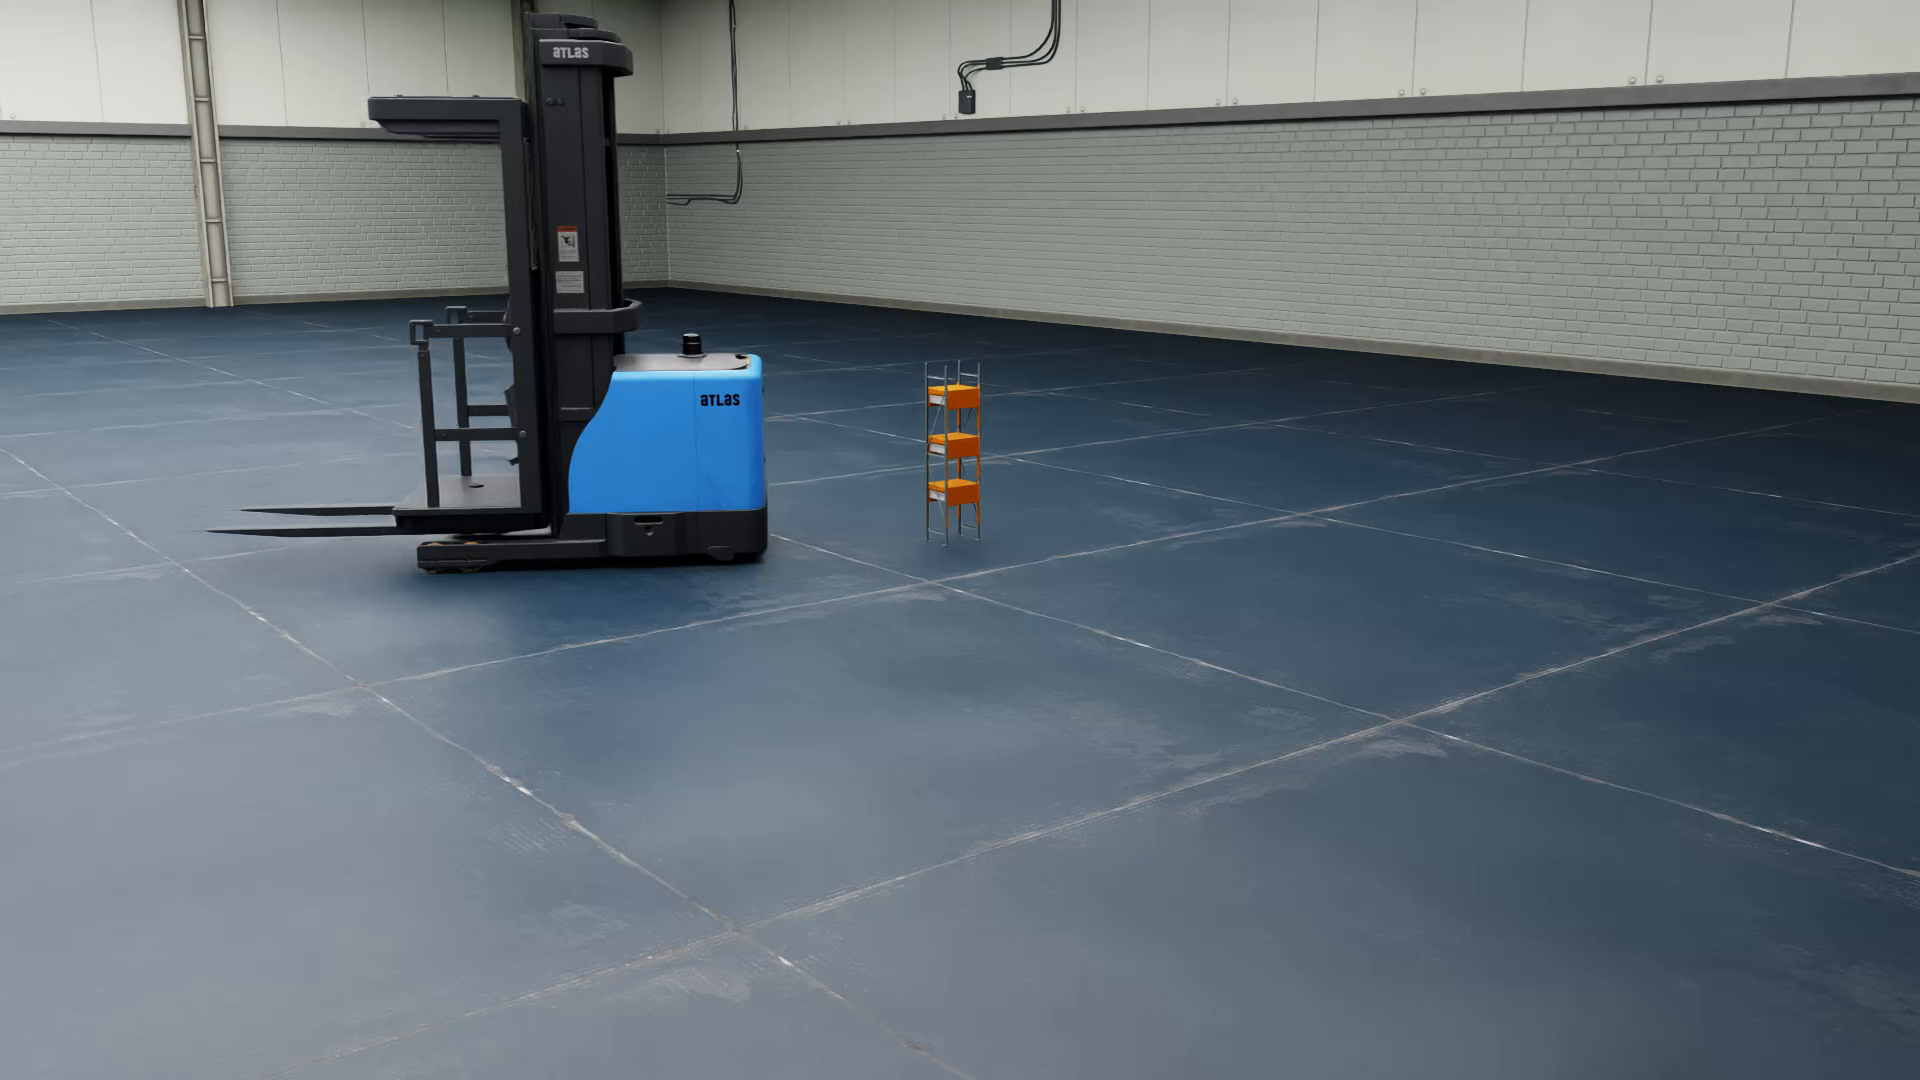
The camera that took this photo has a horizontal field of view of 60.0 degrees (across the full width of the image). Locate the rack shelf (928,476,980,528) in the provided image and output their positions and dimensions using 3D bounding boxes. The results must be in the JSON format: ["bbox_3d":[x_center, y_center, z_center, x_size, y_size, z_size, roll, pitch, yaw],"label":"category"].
[{"bbox_3d":[-0.042,-0.224,9.777,0.240,0.259,0.215,-9,15,-38],"label":"rack shelf"}]

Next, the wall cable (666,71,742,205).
[{"bbox_3d":[-5.197,-7.940,33.062,0.112,2.526,3.097,-9,15,-38],"label":"wall cable"}]

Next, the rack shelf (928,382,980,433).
[{"bbox_3d":[-0.042,-0.774,9.660,0.240,0.259,0.215,-9,15,-38],"label":"rack shelf"}]

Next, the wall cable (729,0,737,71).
[{"bbox_3d":[-3.507,-9.972,30.471,0.112,2.526,3.097,-9,15,-38],"label":"wall cable"}]

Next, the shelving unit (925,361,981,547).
[{"bbox_3d":[-0.042,-0.507,9.717,0.252,1.050,0.215,-9,15,-38],"label":"shelving unit"}]

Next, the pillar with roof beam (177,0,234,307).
[{"bbox_3d":[-10.320,-7.814,24.994,0.400,9.000,9.100,-9,15,-38],"label":"pillar with roof beam"}]

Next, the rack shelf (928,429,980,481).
[{"bbox_3d":[-0.042,-0.496,9.719,0.240,0.259,0.215,-9,15,-38],"label":"rack shelf"}]

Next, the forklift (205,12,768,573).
[{"bbox_3d":[-2.629,-1.369,9.250,3.031,2.935,1.130,-1,12,-6],"label":"forklift"}]

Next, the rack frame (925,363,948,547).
[{"bbox_3d":[-0.137,-0.491,9.643,0.008,1.050,0.200,-9,15,-38],"label":"rack frame"}]

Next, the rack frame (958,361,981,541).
[{"bbox_3d":[0.053,-0.522,9.792,0.008,1.050,0.200,-9,15,-38],"label":"rack frame"}]

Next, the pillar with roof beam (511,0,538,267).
[{"bbox_3d":[-5.635,-8.593,28.661,0.400,9.000,9.100,-9,15,-38],"label":"pillar with roof beam"}]

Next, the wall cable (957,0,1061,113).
[{"bbox_3d":[0.721,-9.580,25.125,0.169,6.003,2.305,-9,15,-38],"label":"wall cable"}]
